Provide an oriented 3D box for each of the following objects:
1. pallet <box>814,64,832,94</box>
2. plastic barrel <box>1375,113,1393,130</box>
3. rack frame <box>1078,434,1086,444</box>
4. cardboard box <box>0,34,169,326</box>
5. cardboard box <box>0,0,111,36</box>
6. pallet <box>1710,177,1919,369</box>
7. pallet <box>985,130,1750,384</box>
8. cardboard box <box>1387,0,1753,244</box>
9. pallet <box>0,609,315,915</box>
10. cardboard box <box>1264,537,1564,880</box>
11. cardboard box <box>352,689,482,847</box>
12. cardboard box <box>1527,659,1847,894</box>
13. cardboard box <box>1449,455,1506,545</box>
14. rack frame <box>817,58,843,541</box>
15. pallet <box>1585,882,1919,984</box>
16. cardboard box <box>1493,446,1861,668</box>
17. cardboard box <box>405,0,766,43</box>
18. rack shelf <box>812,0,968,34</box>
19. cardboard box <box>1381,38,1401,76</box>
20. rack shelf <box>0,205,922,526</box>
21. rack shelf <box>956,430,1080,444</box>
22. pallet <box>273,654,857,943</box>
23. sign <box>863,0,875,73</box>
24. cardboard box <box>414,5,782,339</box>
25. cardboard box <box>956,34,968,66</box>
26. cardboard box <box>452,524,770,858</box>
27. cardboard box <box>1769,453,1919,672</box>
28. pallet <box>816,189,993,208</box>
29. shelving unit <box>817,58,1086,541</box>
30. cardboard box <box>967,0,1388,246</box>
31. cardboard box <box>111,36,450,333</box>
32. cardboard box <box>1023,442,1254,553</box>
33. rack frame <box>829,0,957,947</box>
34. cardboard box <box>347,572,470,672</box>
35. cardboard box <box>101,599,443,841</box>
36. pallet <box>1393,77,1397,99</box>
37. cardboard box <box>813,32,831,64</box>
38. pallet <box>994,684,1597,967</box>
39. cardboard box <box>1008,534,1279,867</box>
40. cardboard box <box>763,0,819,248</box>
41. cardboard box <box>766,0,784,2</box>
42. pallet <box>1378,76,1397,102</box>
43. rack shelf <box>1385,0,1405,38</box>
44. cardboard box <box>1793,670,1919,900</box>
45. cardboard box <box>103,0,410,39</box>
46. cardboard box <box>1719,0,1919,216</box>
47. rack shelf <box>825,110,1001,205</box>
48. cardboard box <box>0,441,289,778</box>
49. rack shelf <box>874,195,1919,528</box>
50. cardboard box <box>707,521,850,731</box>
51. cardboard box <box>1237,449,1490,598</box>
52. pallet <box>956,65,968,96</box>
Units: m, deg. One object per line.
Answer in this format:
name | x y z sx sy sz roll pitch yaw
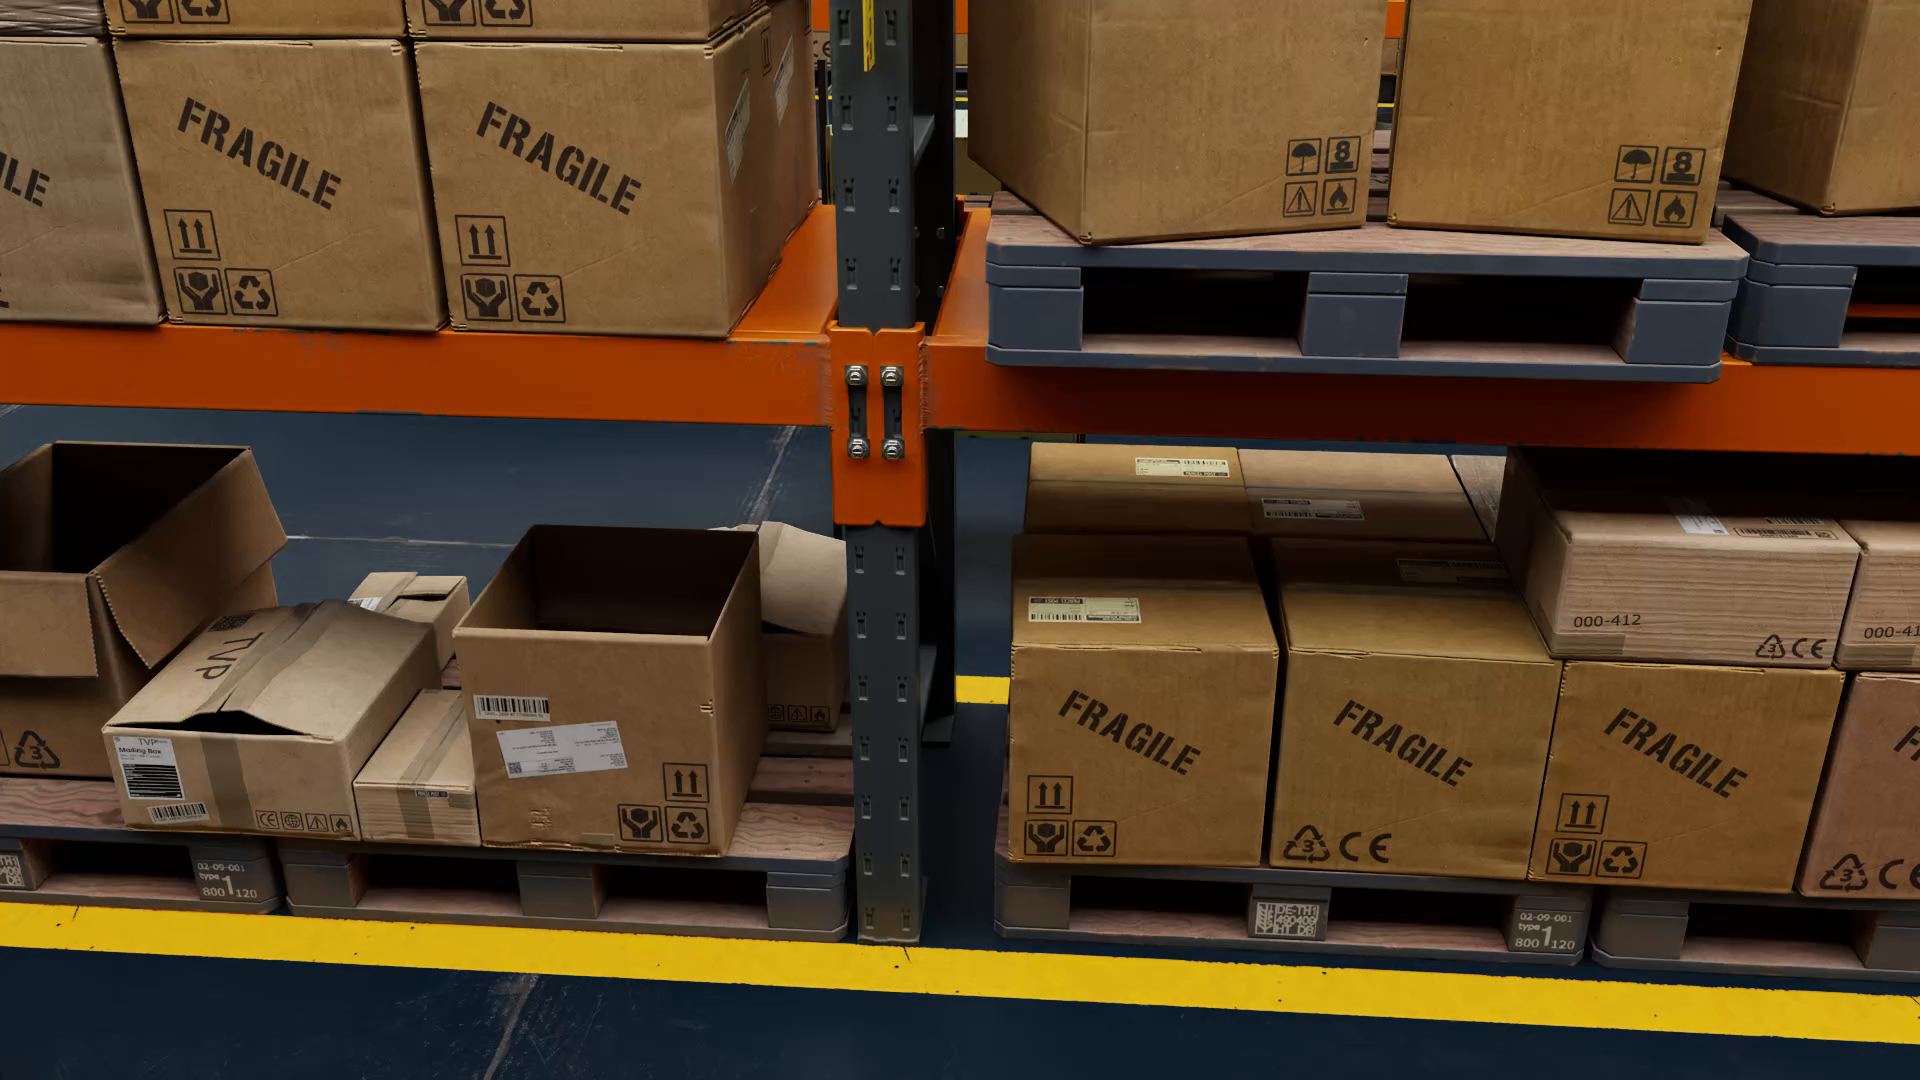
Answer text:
pallet | -1.320 -3.690 13.018 1.213 0.211 1.003 2 25 4
plastic barrel | 2.076 -1.756 7.952 0.421 0.512 0.421 0 25 0
rack frame | 0.372 -0.669 4.911 0.023 1.500 0.400 2 25 4
cardboard box | -1.655 -0.720 3.106 0.500 0.500 0.500 2 25 5
cardboard box | -1.647 -1.173 2.895 0.500 0.500 0.500 2 25 4
pallet | 1.939 -0.579 3.149 1.213 0.211 1.003 2 25 4
pallet | 0.678 -0.575 3.142 1.213 0.211 1.003 2 25 4
cardboard box | 1.036 -0.866 2.921 0.500 0.500 0.700 6 25 12
pallet | -2.014 0.473 3.970 1.213 0.211 1.003 2 25 4
cardboard box | 0.886 0.332 3.405 0.500 0.500 0.500 2 25 5
cardboard box | -1.078 0.475 3.514 0.250 0.149 0.380 2 25 4
cardboard box | 1.384 0.351 3.364 0.500 0.500 0.500 2 25 5
cardboard box | 1.396 0.134 3.835 0.500 0.500 0.500 2 25 5
rack frame | -0.358 -0.693 4.962 0.023 1.500 0.400 2 25 4
pallet | 1.924 0.581 3.734 1.213 0.211 1.003 2 25 4
cardboard box | 1.351 0.010 3.206 0.500 0.250 0.500 2 25 4
cardboard box | -0.634 -1.142 2.827 0.500 0.500 0.500 2 25 4
rack shelf | -1.721 -2.535 8.032 4.000 0.370 1.077 2 25 4
cardboard box | 3.066 -4.022 12.443 0.875 0.875 1.225 2 25 4
rack shelf | -2.104 -0.471 3.545 4.000 0.370 1.077 2 25 4
rack shelf | 0.007 -0.385 5.072 0.720 0.370 0.431 2 25 4
pallet | -0.795 0.511 3.888 1.213 0.211 1.003 2 25 4
sign | -0.144 -0.900 2.583 0.005 0.325 0.100 2 25 4
cardboard box | -0.628 -0.688 3.037 0.500 0.500 0.500 2 25 5
cardboard box | 0.000 -4.142 12.703 0.875 0.875 0.875 2 25 4
cardboard box | -0.700 0.302 3.469 0.500 0.500 0.500 2 25 4
cardboard box | 1.851 0.026 3.171 0.500 0.250 0.500 1 25 3
pallet | -0.463 -1.539 8.341 1.213 0.211 1.003 2 25 4
shelving unit | 0.007 -0.681 4.936 0.755 1.500 0.431 2 25 4
cardboard box | 0.345 -0.861 2.912 0.500 0.500 0.700 -6 25 -14
cardboard box | -1.142 -0.704 3.072 0.500 0.500 0.500 3 25 5
cardboard box | 0.404 0.098 3.912 0.500 0.500 0.500 2 25 4
rack frame | -0.110 -0.734 3.256 0.127 3.000 1.000 2 25 4
cardboard box | -1.375 0.227 4.032 0.250 0.166 0.380 2 25 4
cardboard box | -1.448 0.364 3.561 0.500 0.311 0.500 2 25 4
pallet | 3.860 -3.524 12.656 1.213 0.211 1.003 2 25 4
cardboard box | -0.897 -4.171 12.766 0.875 0.875 0.875 2 25 4
pallet | 0.704 0.543 3.817 1.213 0.211 1.003 2 25 4
cardboard box | 0.354 0.319 3.432 0.500 0.500 0.500 1 25 2
cardboard box | -0.597 -0.909 3.517 0.500 0.500 0.500 2 25 5
cardboard box | -0.558 -1.366 3.314 0.500 0.500 0.500 2 25 5
pallet | 2.647 -3.564 12.744 1.213 0.211 1.003 2 25 4
rack shelf | 2.267 -2.407 7.754 4.000 0.370 1.077 2 25 4
cardboard box | 1.888 0.367 3.328 0.500 0.500 0.500 1 25 2
cardboard box | -1.145 -1.157 2.860 0.500 0.500 0.500 1 25 3
cardboard box | 1.656 -0.939 3.080 0.500 0.500 0.700 -4 25 -9
rack shelf | 0.007 -1.036 4.773 0.720 0.370 0.431 2 25 4
cardboard box | -1.984 0.143 3.812 0.637 0.503 0.797 2 25 4
rack shelf | 1.884 -0.343 3.267 4.000 0.370 1.077 2 25 4
cardboard box | -0.512 0.184 3.951 0.500 0.311 0.500 2 25 4
cardboard box | 0.896 0.118 3.870 0.500 0.500 0.500 2 25 4
pallet | -0.100 -3.652 12.935 1.213 0.211 1.003 2 25 4
